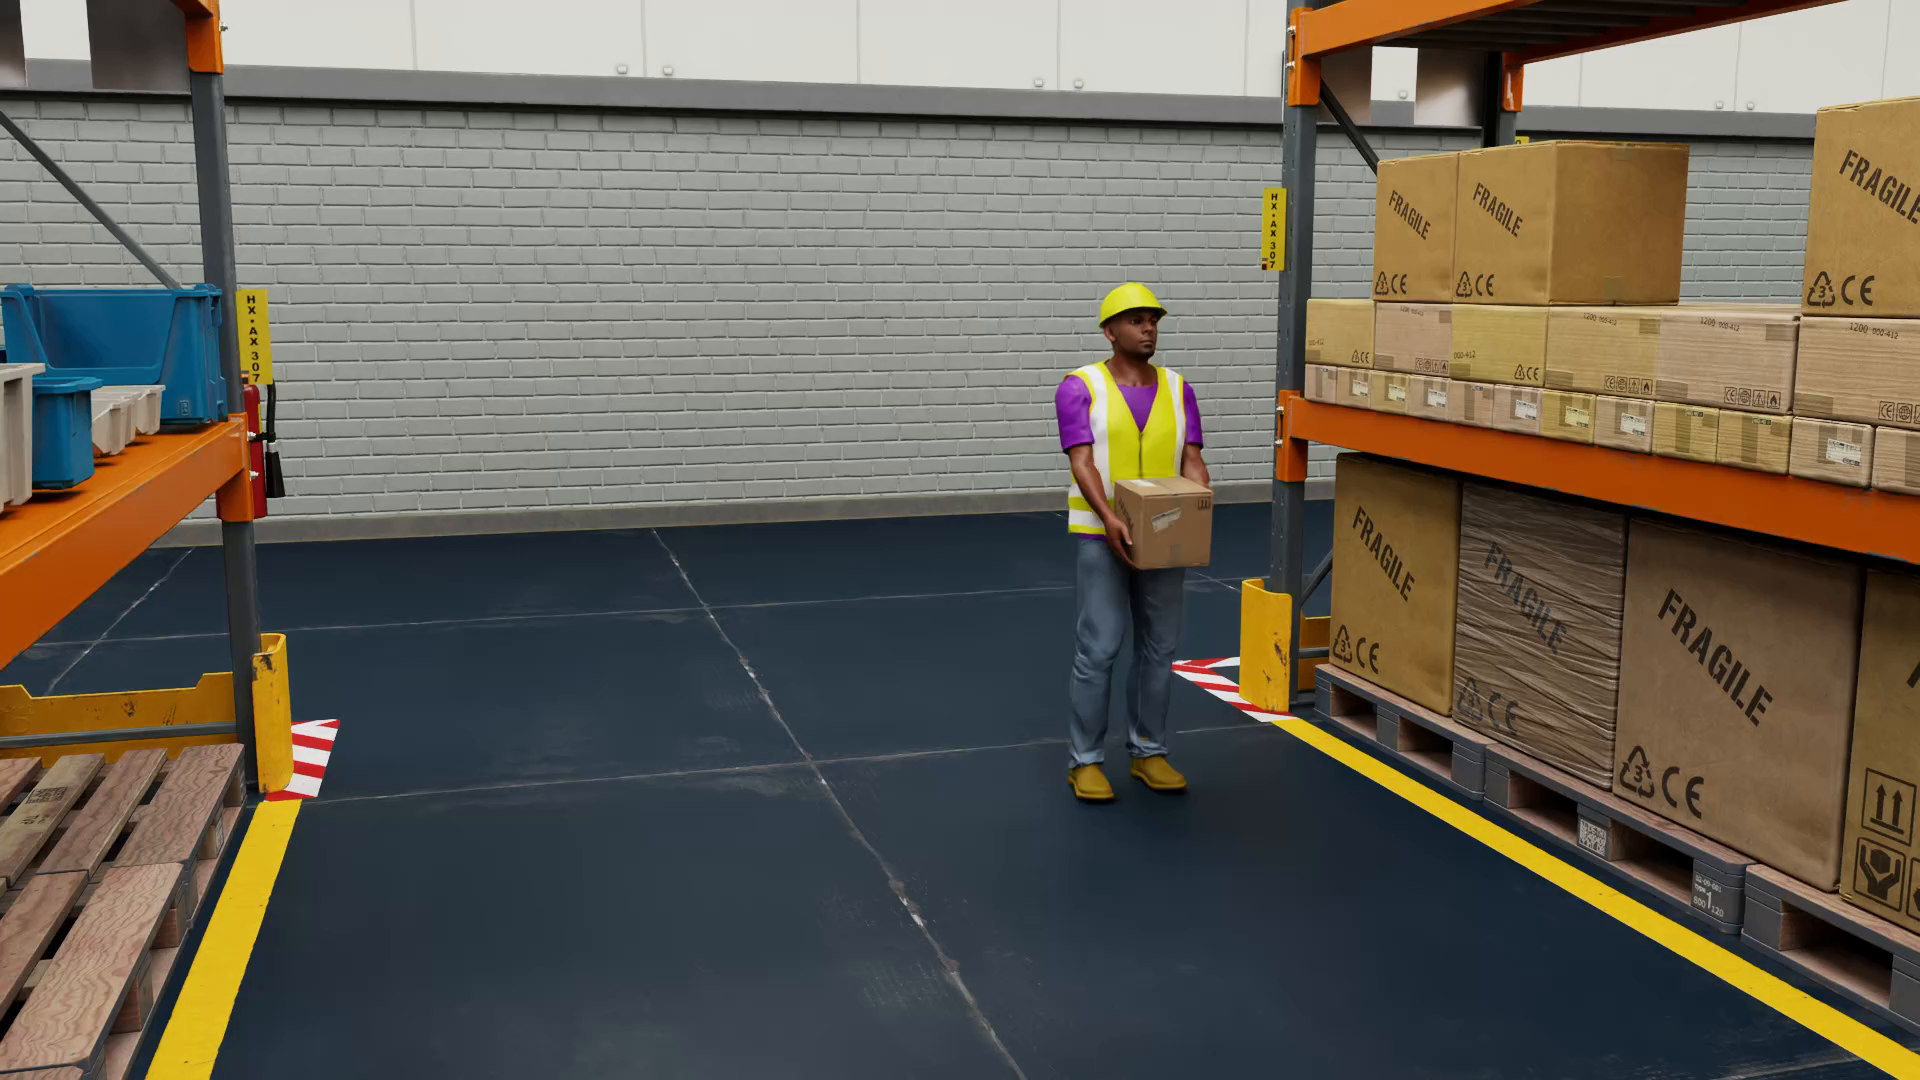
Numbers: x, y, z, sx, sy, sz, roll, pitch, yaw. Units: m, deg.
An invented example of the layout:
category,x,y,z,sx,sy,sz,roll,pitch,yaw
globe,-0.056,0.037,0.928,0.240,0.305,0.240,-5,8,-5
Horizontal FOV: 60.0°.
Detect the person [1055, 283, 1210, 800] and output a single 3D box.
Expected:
category,x,y,z,sx,sy,sz,roll,pitch,yaw
person,0.622,0.006,5.747,0.520,1.771,0.566,-3,10,-16
